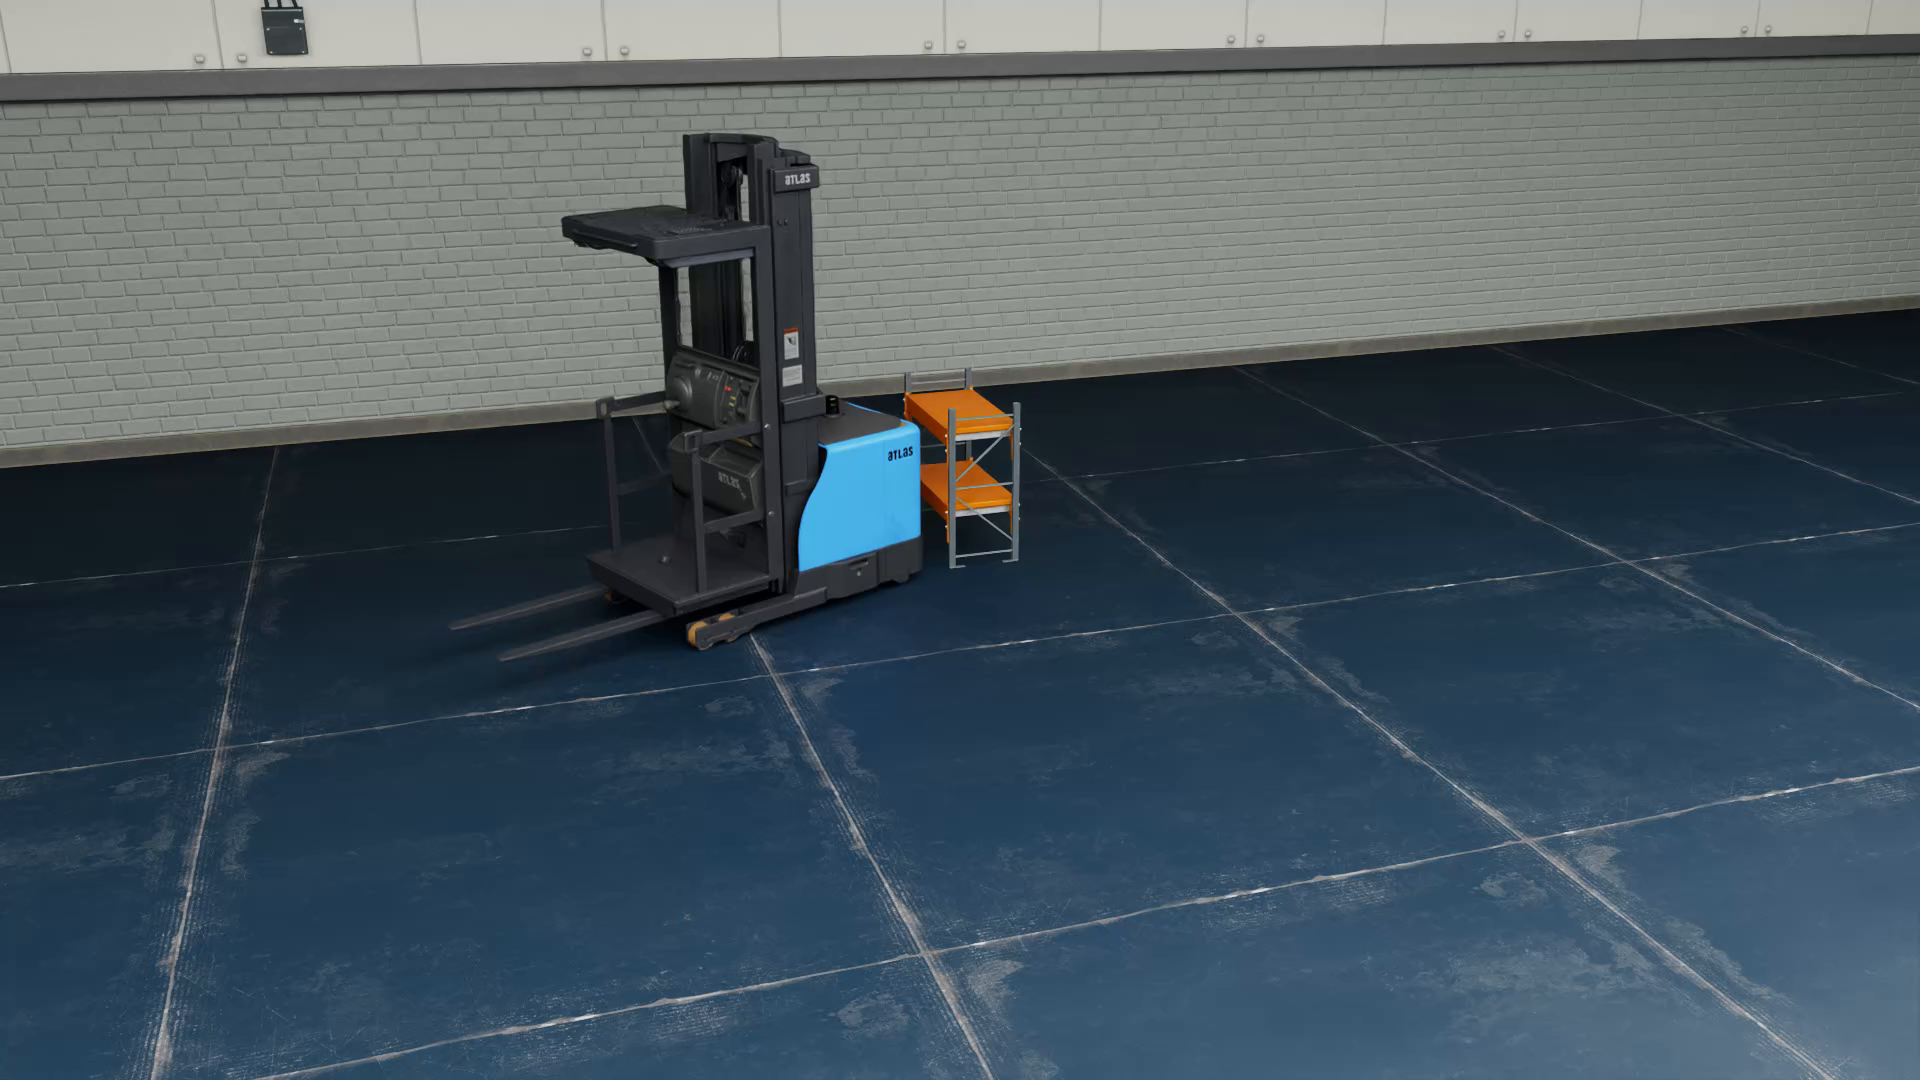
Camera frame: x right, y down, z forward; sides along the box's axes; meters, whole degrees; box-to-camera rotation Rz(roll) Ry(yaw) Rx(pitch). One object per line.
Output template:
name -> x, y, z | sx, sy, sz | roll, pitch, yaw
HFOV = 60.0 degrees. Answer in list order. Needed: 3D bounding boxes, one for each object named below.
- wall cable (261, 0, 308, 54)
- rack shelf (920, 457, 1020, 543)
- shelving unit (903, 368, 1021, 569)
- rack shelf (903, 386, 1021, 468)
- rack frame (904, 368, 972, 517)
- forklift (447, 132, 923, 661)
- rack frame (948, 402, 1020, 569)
wall cable -> -4.384, -6.789, 12.475 | 2.305, 6.003, 0.169 | -6, 21, -17
rack shelf -> 0.002, -0.297, 11.803 | 0.538, 0.278, 1.000 | -6, 21, -17
shelving unit -> 0.002, -0.527, 11.720 | 0.538, 1.125, 1.048 | -6, 21, -17
rack shelf -> 0.002, -0.803, 11.621 | 0.538, 0.278, 1.000 | -6, 21, -17
rack frame -> -0.158, -0.690, 12.174 | 0.500, 1.125, 0.032 | -6, 21, -17
forklift -> -1.682, -0.915, 10.127 | 3.031, 2.935, 1.130 | -17, 26, -39
rack frame -> 0.162, -0.364, 11.266 | 0.500, 1.125, 0.032 | -6, 21, -17
